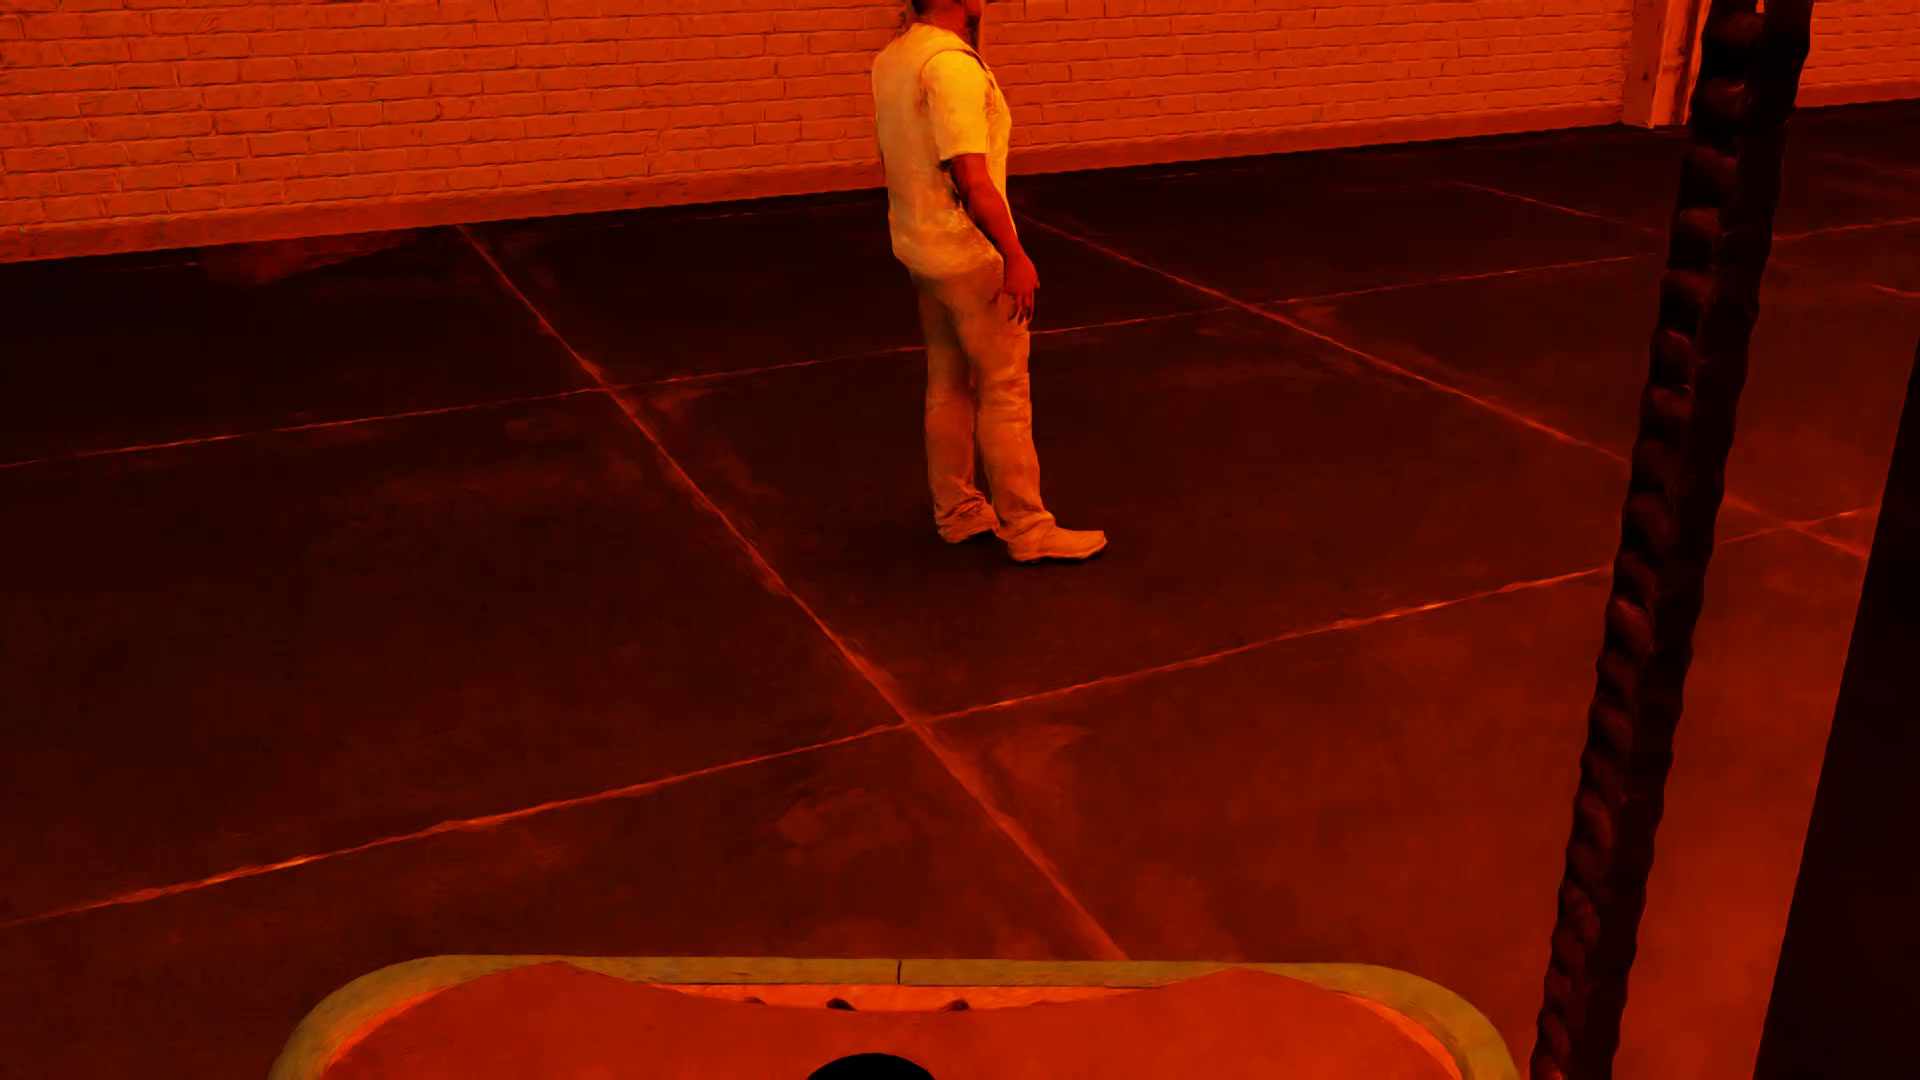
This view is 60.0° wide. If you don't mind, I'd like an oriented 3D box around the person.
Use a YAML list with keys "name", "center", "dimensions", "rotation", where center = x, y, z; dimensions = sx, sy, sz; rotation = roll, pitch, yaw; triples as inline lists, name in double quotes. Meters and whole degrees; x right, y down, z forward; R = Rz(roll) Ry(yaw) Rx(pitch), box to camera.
- name: "person"
  center: [0.065, -0.831, 4.787]
  dimensions: [0.577, 1.765, 0.665]
  rotation: [-10, 25, -23]
